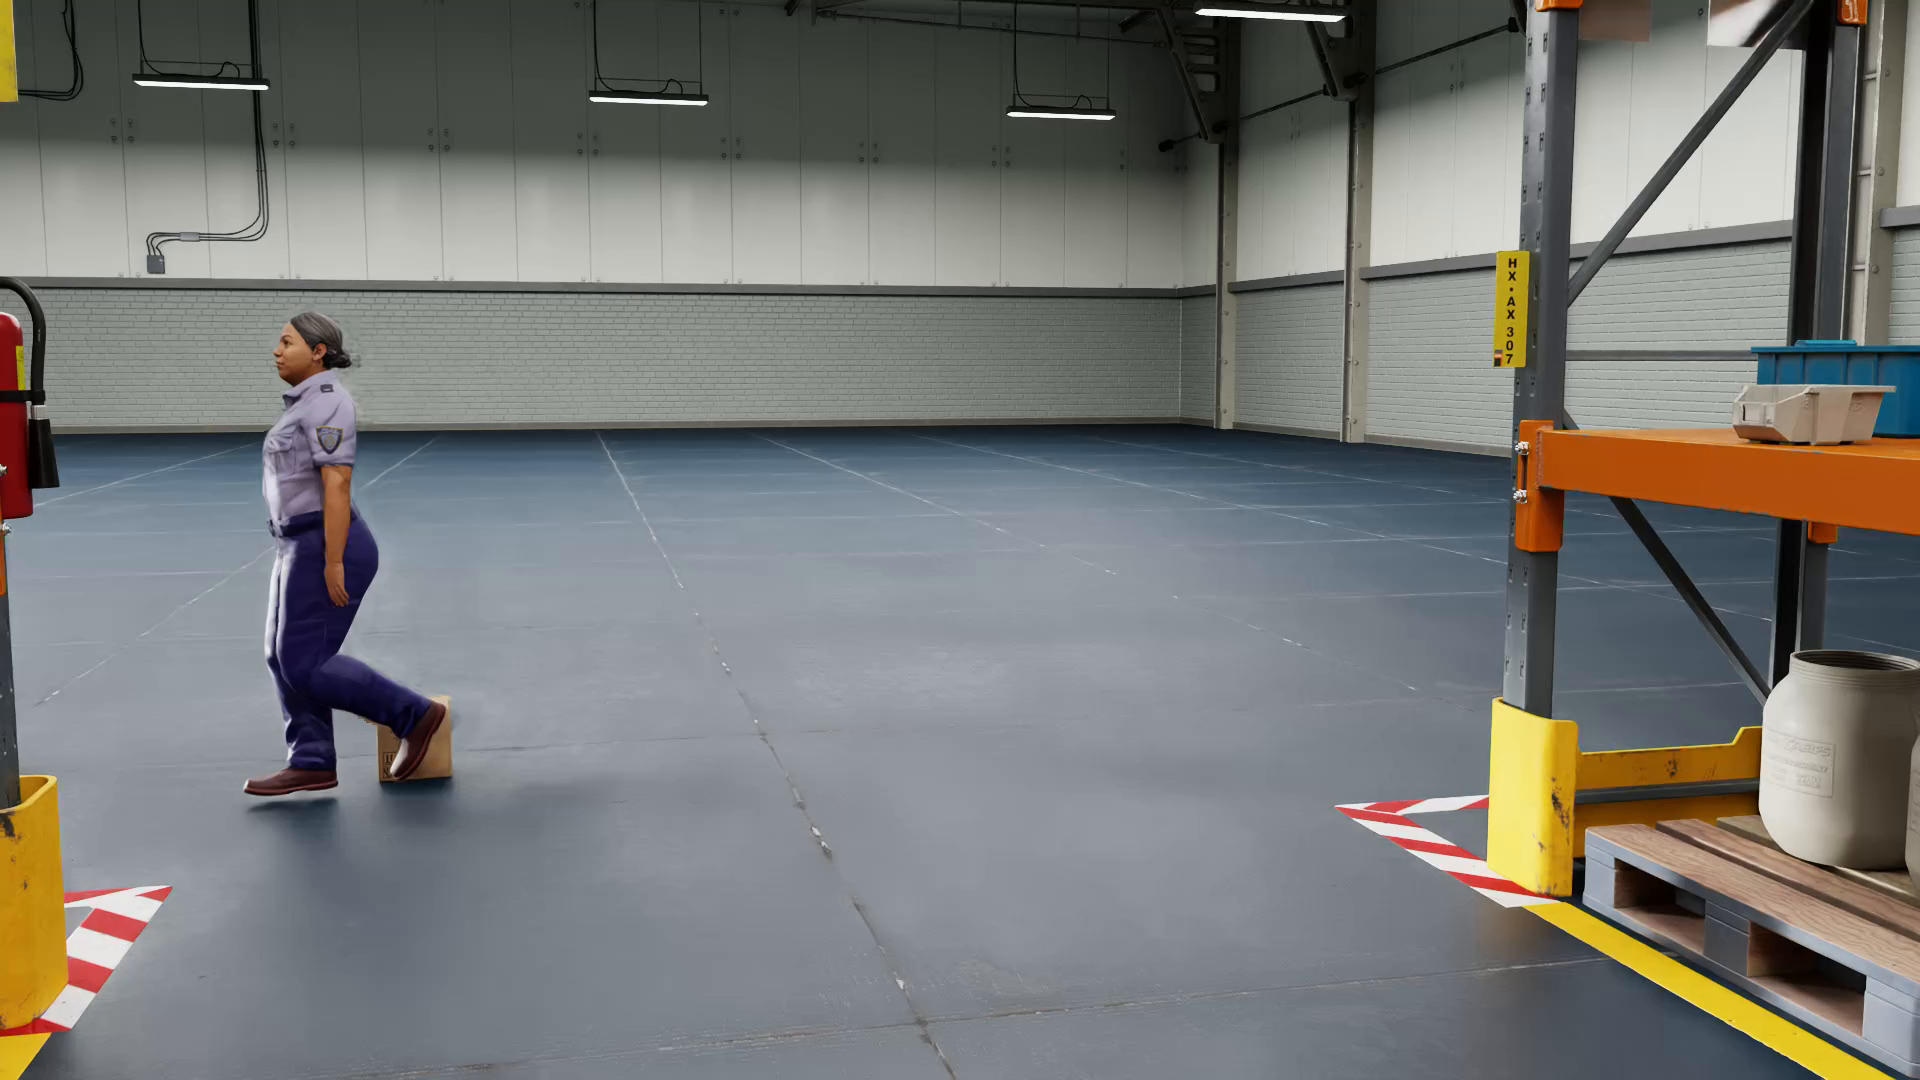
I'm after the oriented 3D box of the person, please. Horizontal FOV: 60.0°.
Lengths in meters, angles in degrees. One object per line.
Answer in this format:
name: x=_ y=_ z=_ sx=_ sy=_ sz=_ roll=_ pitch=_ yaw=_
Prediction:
person: x=-2.135 y=0.050 z=5.576 sx=0.551 sy=1.631 sz=0.495 roll=-3 pitch=7 yaw=-27
